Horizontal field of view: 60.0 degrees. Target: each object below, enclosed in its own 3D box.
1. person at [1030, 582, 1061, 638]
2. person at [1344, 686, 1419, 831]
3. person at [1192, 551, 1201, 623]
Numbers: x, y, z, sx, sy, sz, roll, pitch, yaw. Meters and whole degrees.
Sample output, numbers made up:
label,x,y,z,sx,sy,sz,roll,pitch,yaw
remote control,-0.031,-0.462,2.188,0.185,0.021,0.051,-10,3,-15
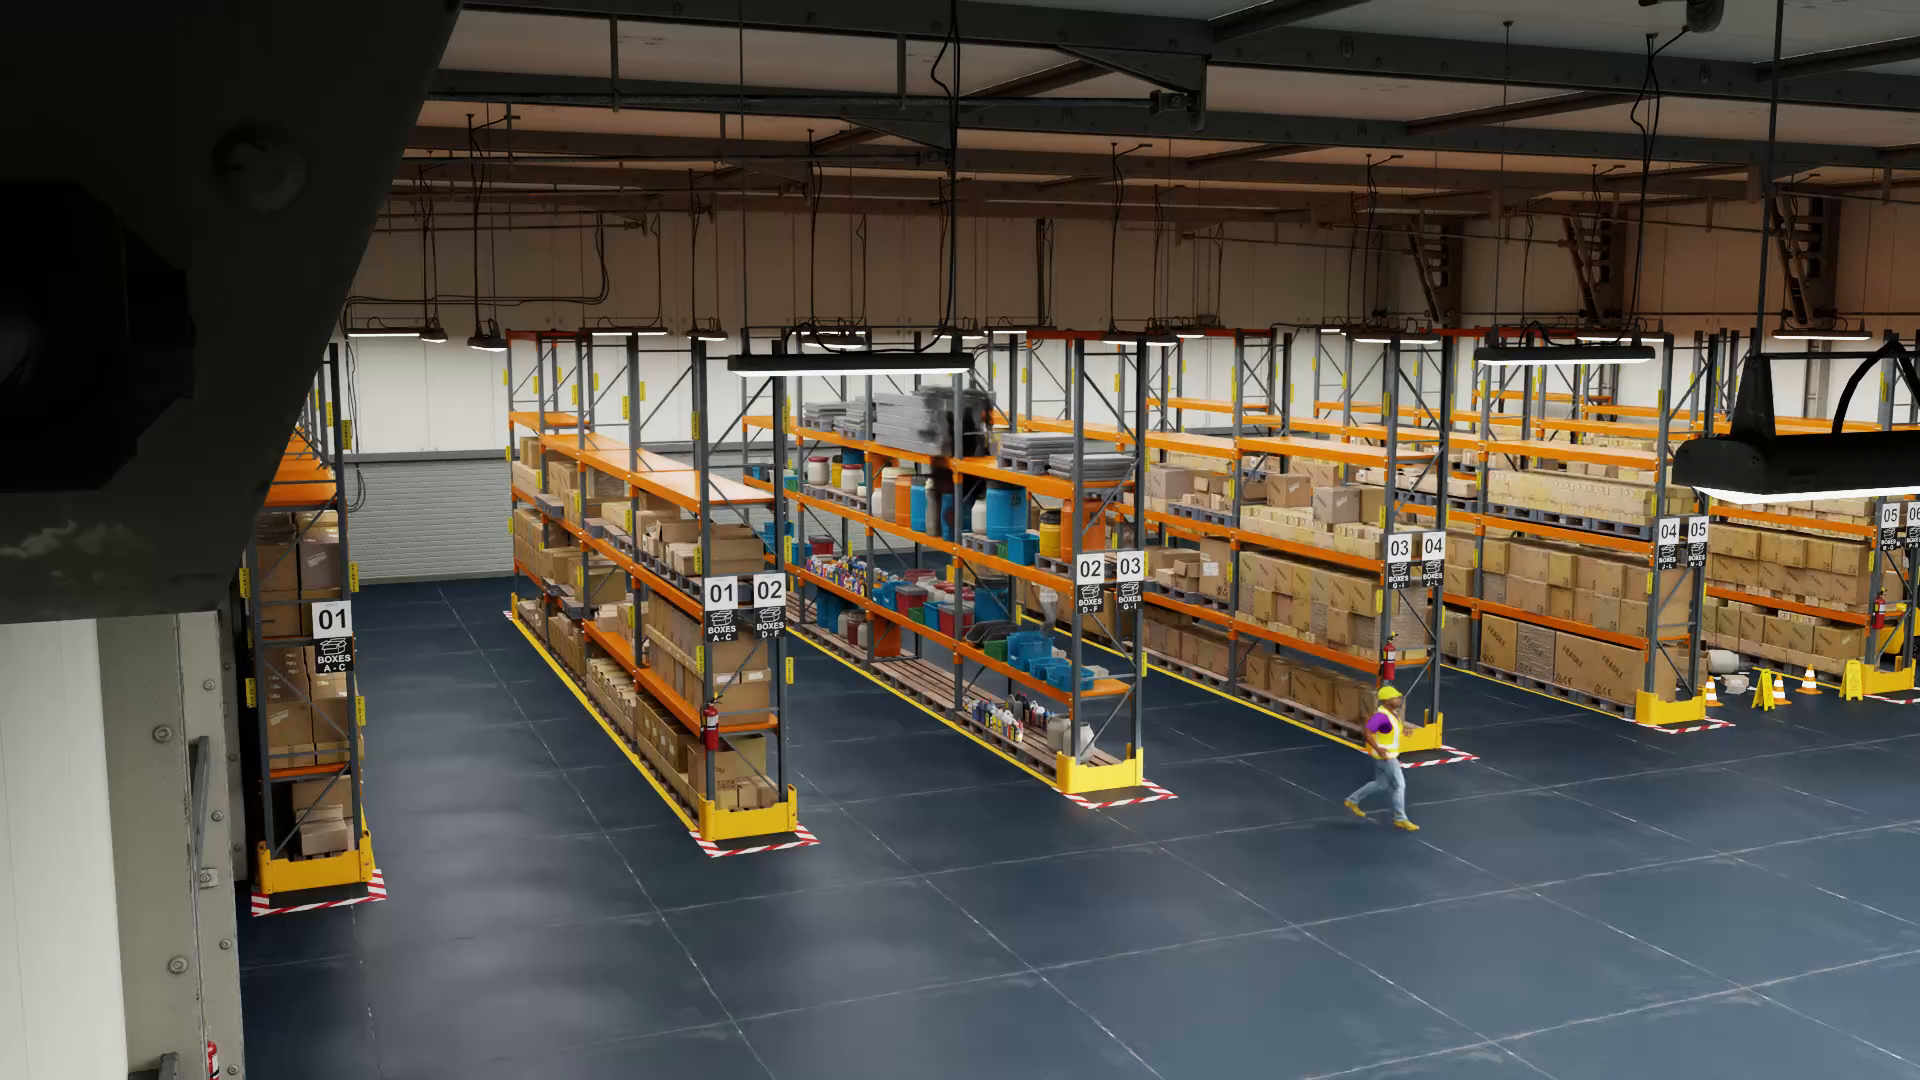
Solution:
label,x,y,z,sx,sy,sz,roll,pitch,yaw
person,1.700,1.182,31.724,0.552,1.660,0.632,-5,9,-34
person,5.236,2.669,20.559,0.914,1.780,0.682,2,8,14
person,4.762,1.030,33.045,0.585,1.613,0.622,-5,9,-32
